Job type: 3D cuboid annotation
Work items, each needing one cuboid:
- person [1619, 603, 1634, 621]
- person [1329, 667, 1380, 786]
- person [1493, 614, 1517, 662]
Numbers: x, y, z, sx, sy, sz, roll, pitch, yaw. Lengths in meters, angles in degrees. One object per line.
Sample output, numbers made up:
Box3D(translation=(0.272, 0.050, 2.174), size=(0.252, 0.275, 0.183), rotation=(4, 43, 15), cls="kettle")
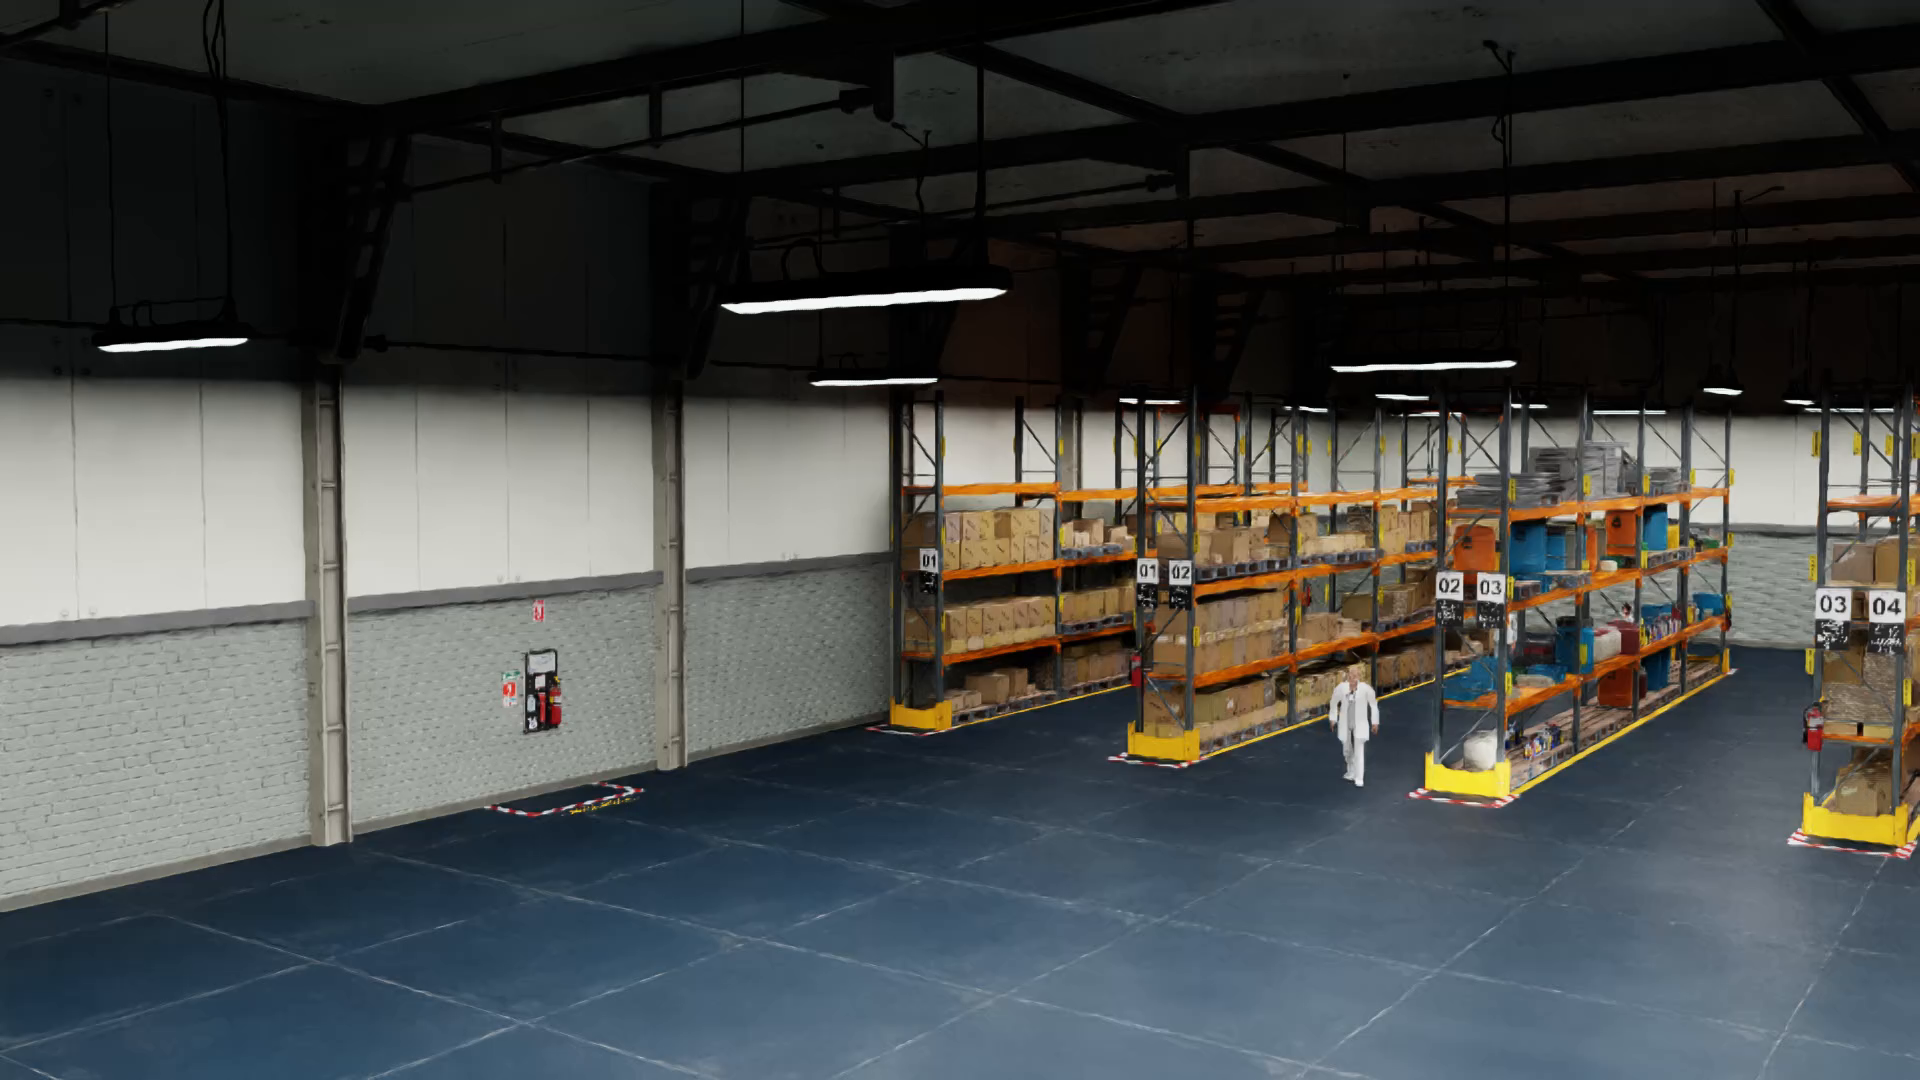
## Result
Box3D(translation=(14.824, 2.146, 36.955), size=(0.416, 1.512, 1.039), rotation=(2, 4, 33), cls="person")
Box3D(translation=(5.904, 2.835, 24.805), size=(0.729, 1.556, 0.765), rotation=(2, 4, 28), cls="person")
Box3D(translation=(11.633, 2.145, 35.487), size=(0.555, 1.725, 1.029), rotation=(2, 4, 34), cls="person")
